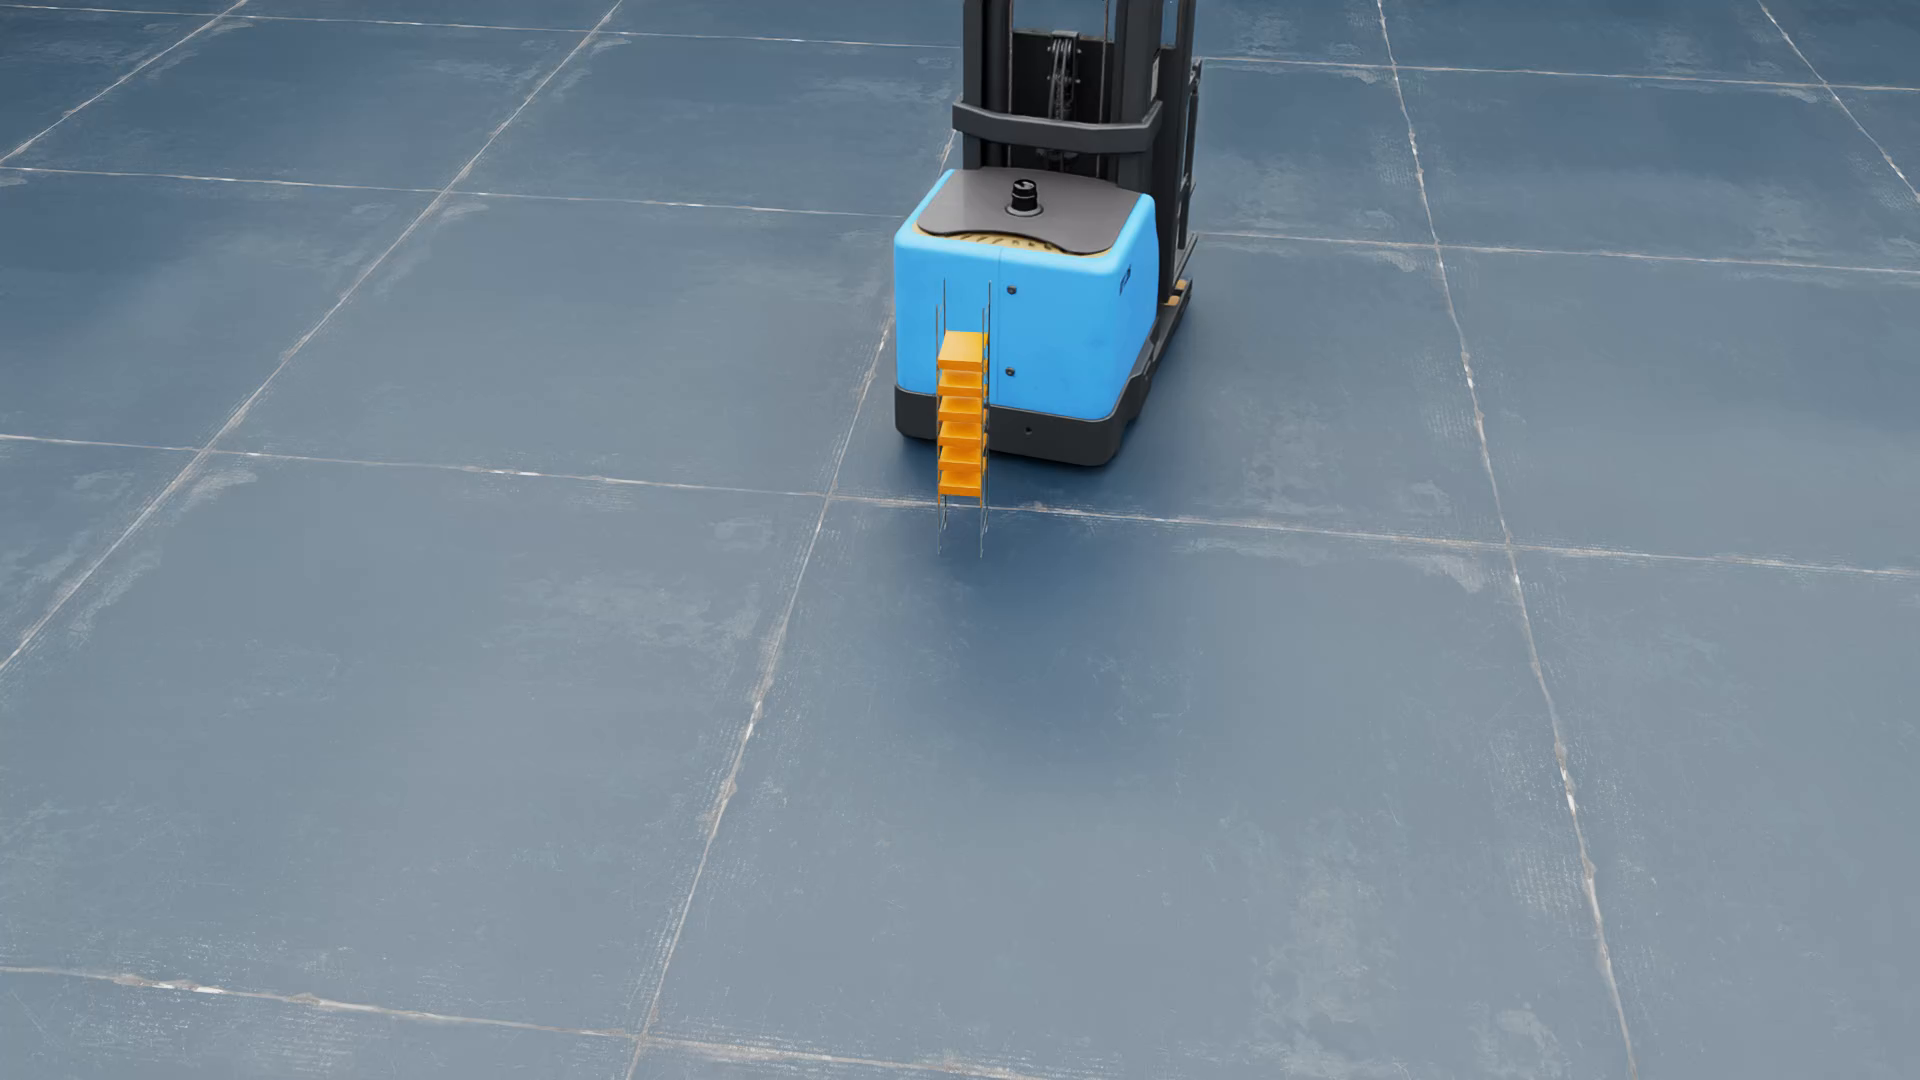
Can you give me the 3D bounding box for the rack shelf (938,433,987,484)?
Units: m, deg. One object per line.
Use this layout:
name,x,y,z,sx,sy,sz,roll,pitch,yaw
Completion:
rack shelf,0.014,-0.353,6.995,0.180,0.103,0.258,4,36,6

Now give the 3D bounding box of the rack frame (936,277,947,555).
rack frame,-0.076,-0.494,6.909,0.006,1.200,0.240,4,36,6

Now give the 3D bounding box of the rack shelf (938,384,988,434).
rack shelf,0.014,-0.549,6.856,0.180,0.103,0.258,4,36,6

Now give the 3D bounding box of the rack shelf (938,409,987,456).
rack shelf,0.014,-0.451,6.926,0.180,0.103,0.258,4,36,6

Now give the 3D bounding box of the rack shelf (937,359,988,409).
rack shelf,0.014,-0.646,6.786,0.180,0.103,0.258,4,36,6

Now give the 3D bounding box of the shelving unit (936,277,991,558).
shelving unit,0.014,-0.487,6.900,0.189,1.200,0.258,4,36,6

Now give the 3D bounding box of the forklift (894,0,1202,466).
forklift,0.622,-2.387,8.071,1.130,2.935,3.031,10,37,14

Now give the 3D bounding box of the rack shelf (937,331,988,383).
rack shelf,0.014,-0.744,6.717,0.180,0.103,0.258,4,36,6

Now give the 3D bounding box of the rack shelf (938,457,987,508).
rack shelf,0.014,-0.256,7.065,0.180,0.103,0.258,4,36,6

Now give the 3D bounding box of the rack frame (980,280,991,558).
rack frame,0.105,-0.481,6.890,0.006,1.200,0.240,4,36,6
